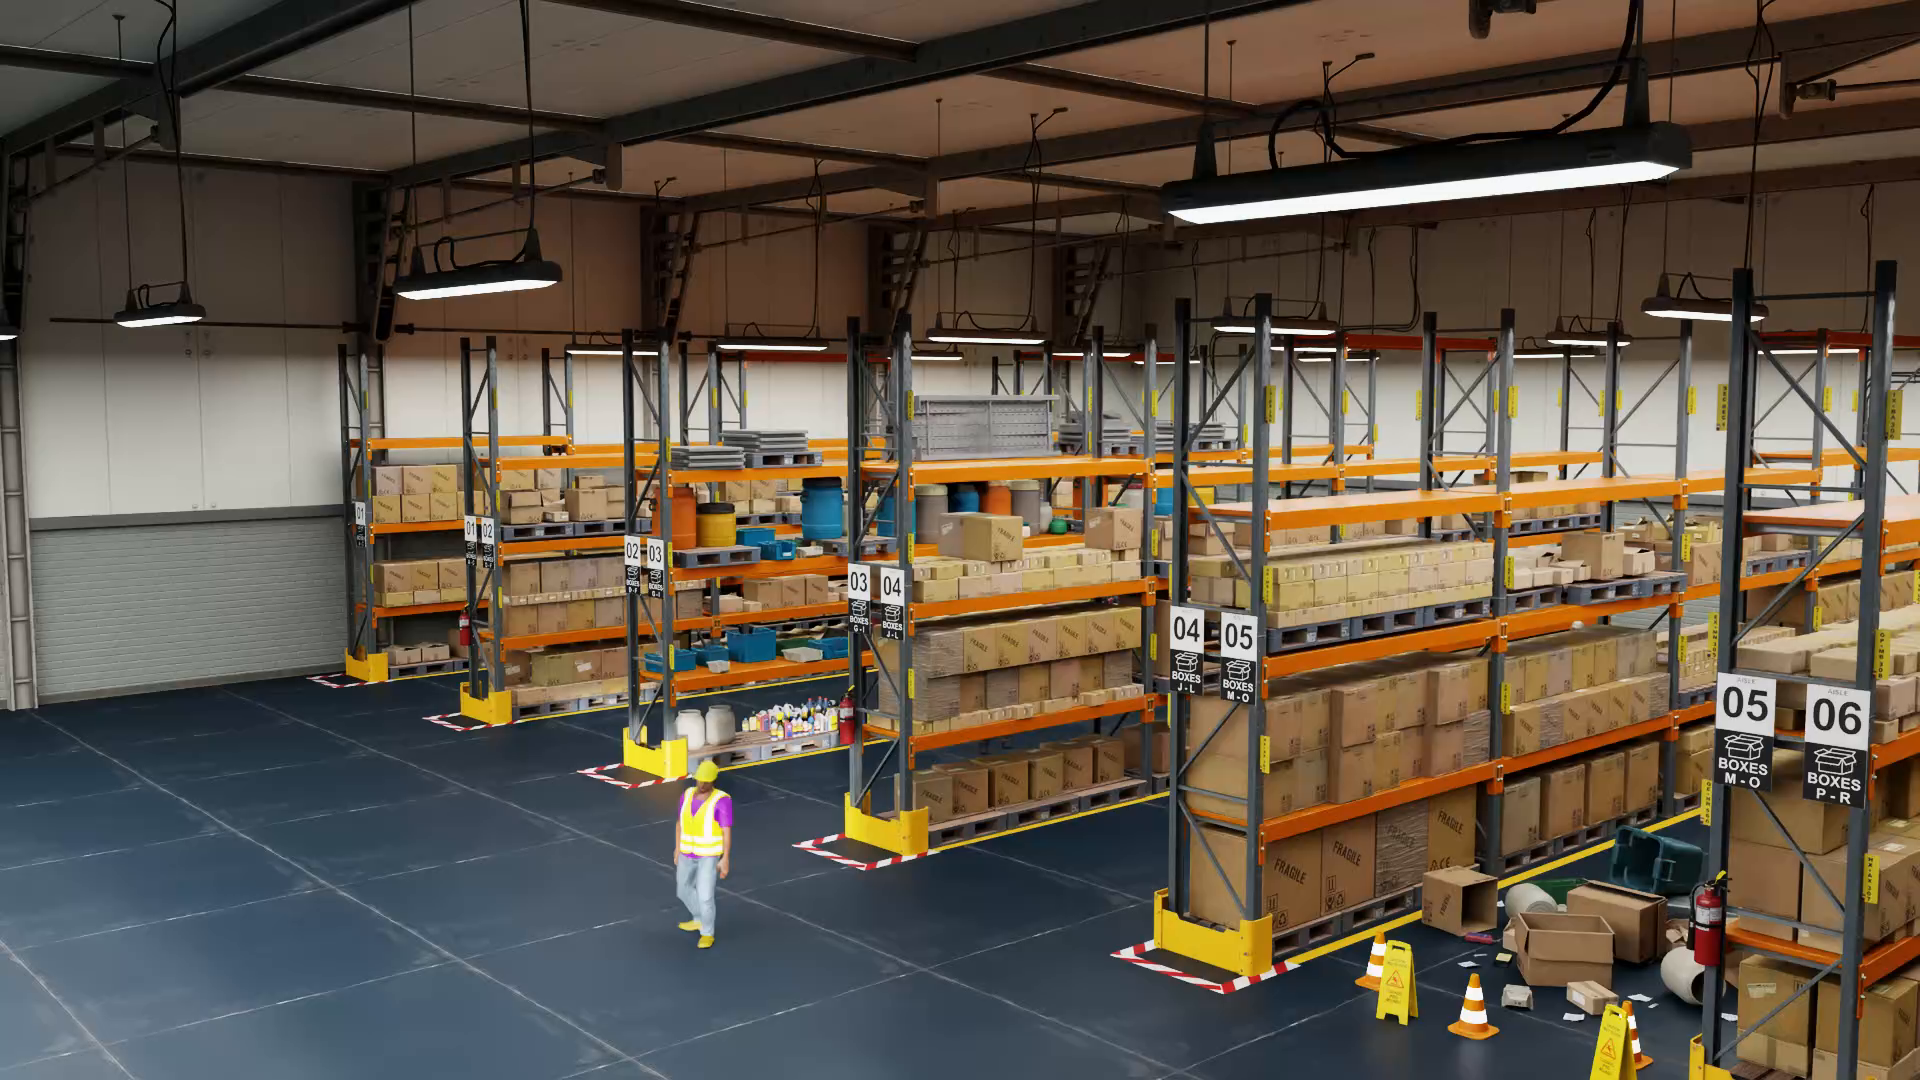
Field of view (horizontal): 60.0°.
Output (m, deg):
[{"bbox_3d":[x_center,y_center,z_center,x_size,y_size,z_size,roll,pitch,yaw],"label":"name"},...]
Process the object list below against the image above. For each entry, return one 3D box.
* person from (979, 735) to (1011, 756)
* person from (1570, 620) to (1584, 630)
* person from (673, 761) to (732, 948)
[{"bbox_3d":[0.389,2.062,22.608,0.648,1.716,0.561,1,5,7],"label":"person"},{"bbox_3d":[9.403,2.072,25.302,0.589,1.724,0.840,4,7,41],"label":"person"},{"bbox_3d":[-2.405,2.901,15.540,0.675,1.749,0.489,2,6,24],"label":"person"}]
